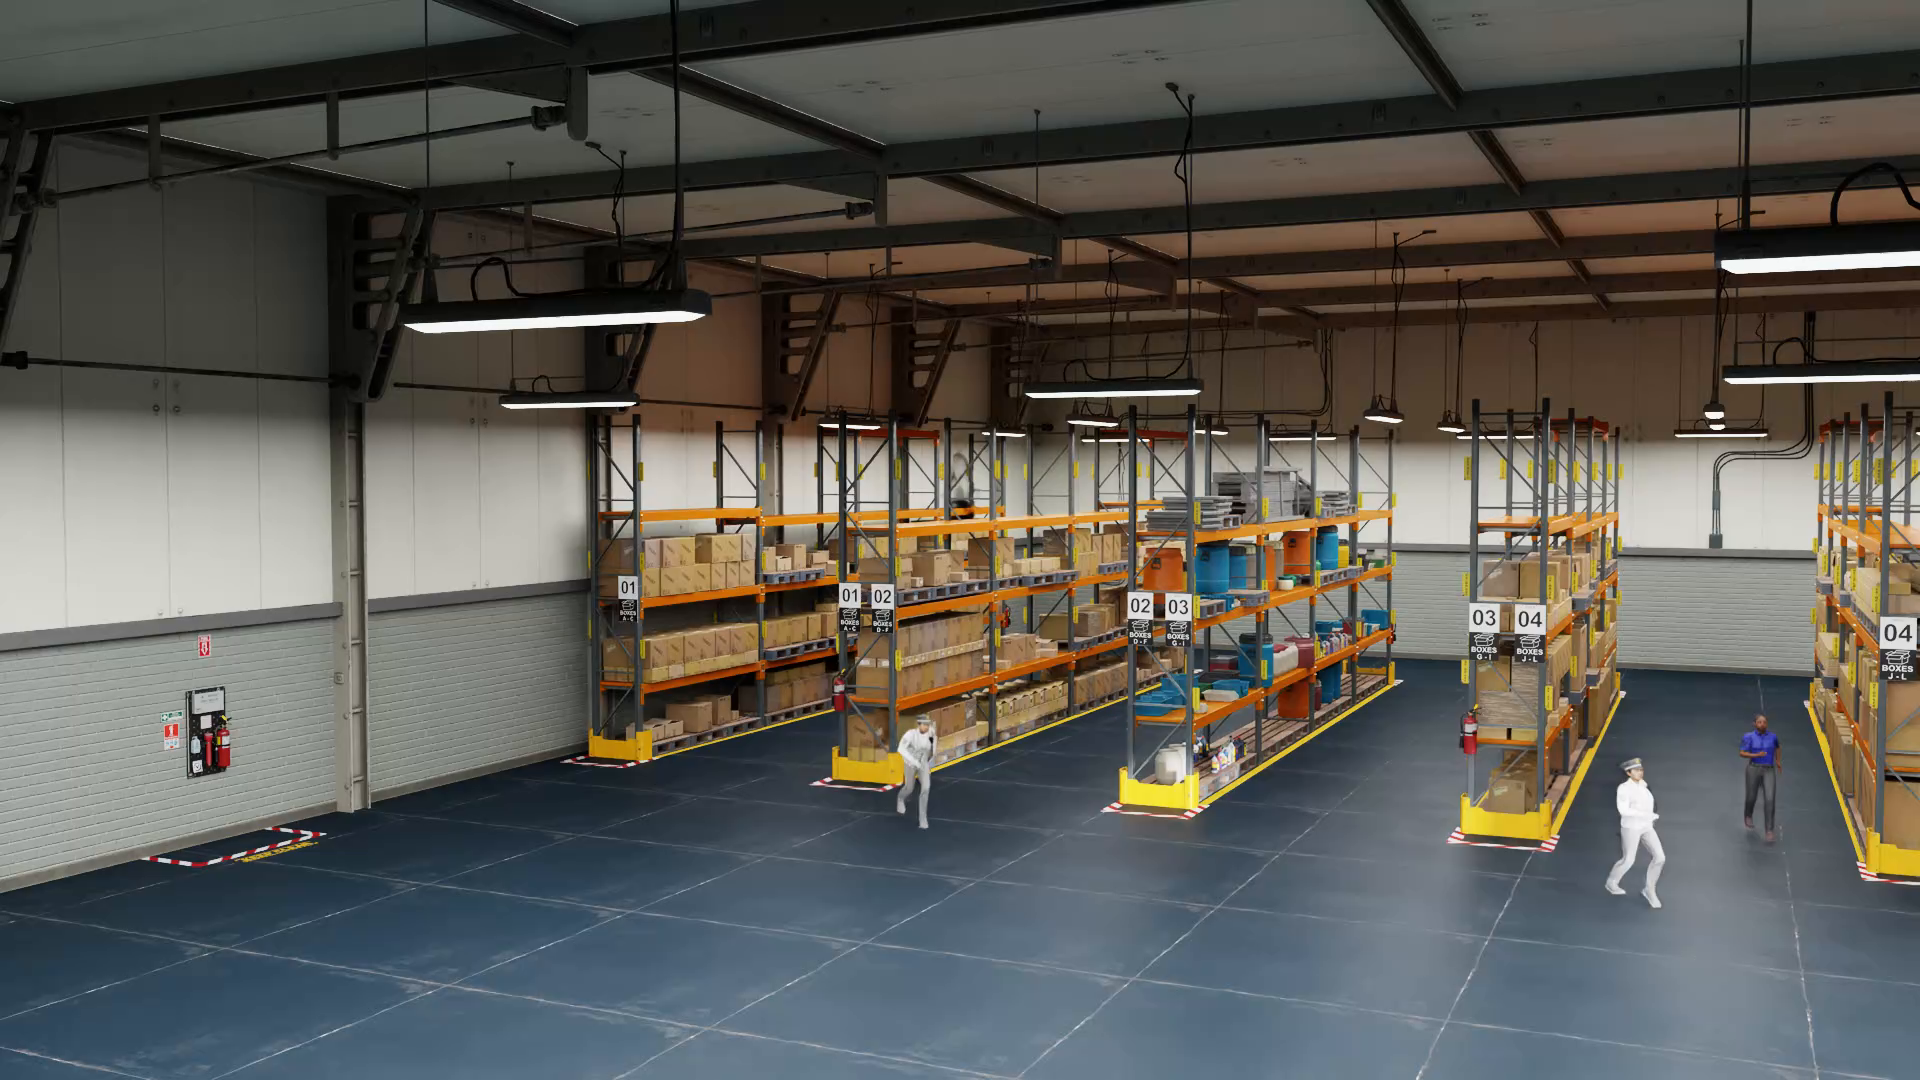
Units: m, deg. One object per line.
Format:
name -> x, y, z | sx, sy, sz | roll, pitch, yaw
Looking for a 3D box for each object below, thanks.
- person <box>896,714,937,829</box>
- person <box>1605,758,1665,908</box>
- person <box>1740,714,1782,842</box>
person -> -0.652, 3.247, 23.741 | 0.655, 1.628, 0.978 | -1, 3, -30
person -> 7.872, 3.381, 19.330 | 0.618, 1.728, 0.710 | -1, 3, -24
person -> 10.974, 3.222, 22.782 | 0.566, 1.656, 0.878 | 1, 2, 15
